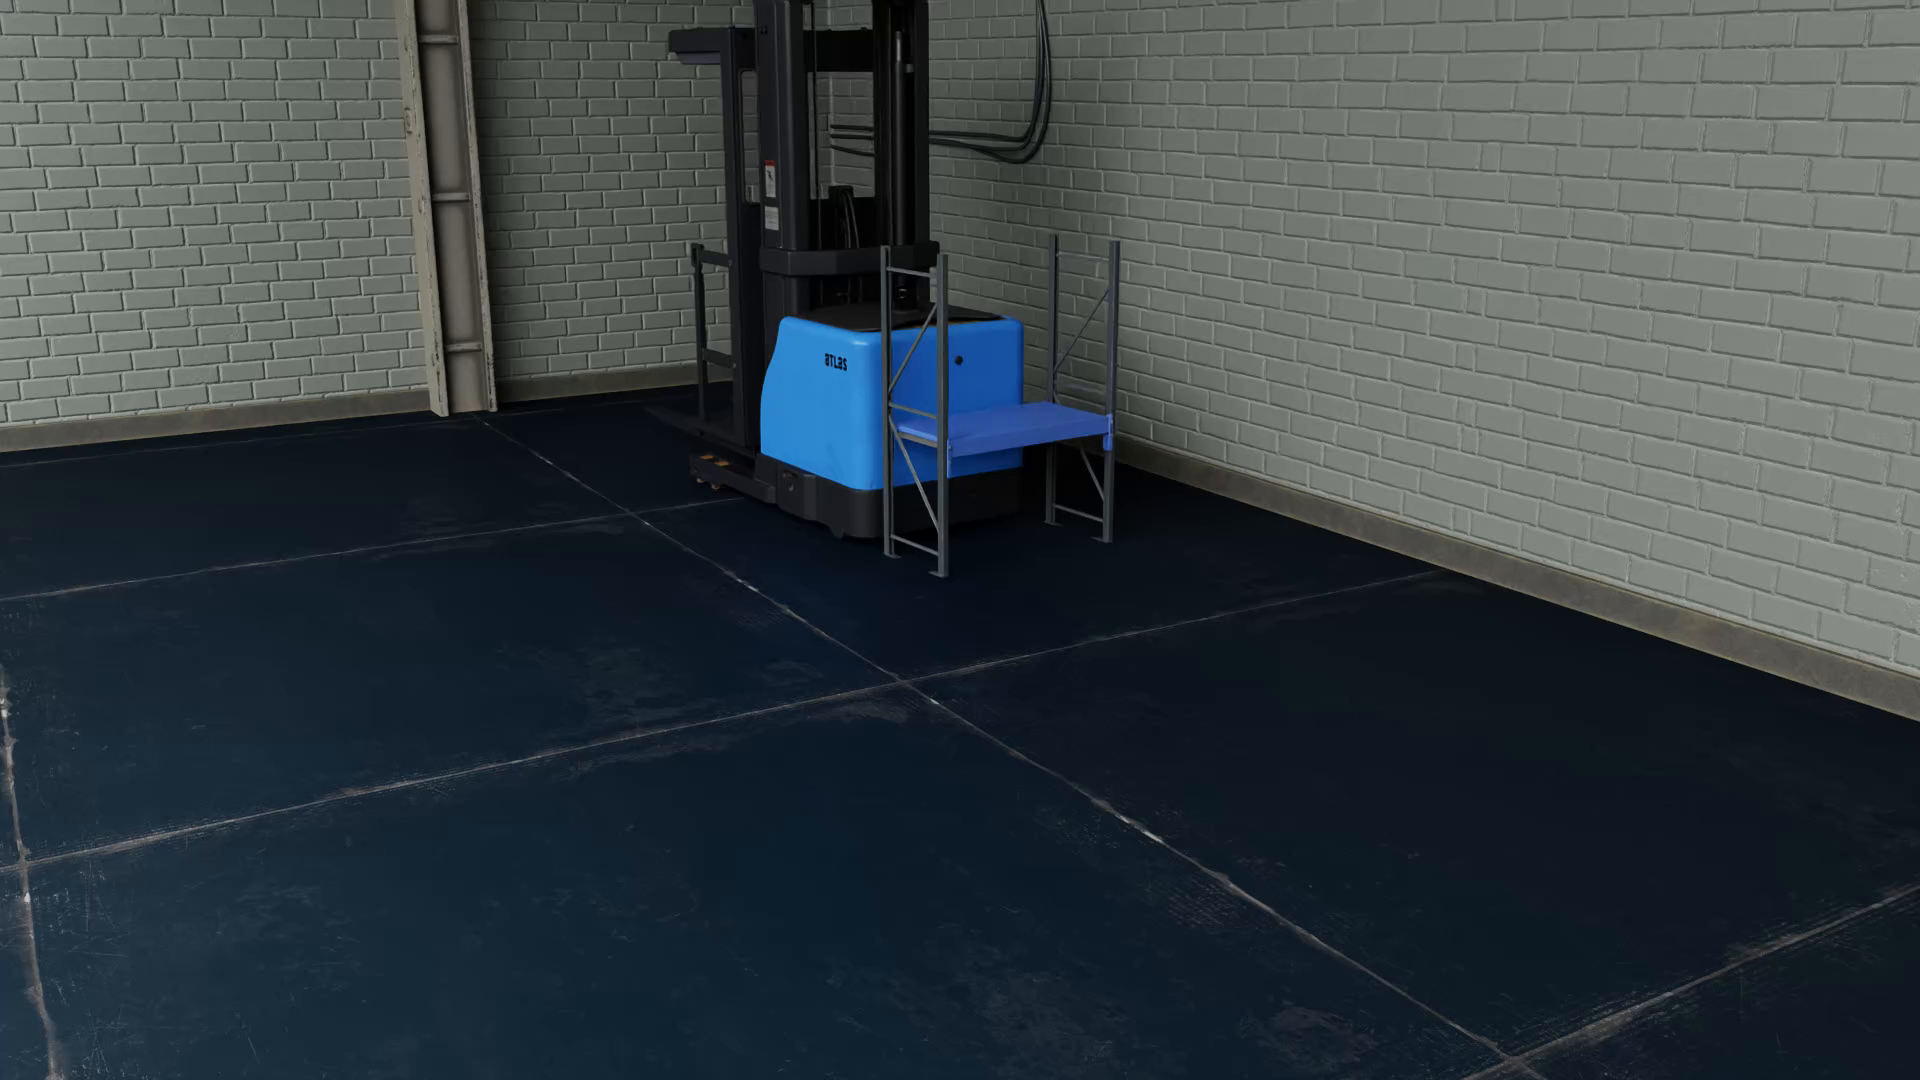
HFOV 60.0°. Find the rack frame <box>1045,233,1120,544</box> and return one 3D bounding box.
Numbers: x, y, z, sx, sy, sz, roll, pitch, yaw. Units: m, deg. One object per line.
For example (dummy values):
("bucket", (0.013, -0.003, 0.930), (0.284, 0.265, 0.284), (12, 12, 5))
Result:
("rack frame", (0.608, -0.761, 8.344), (0.032, 1.500, 0.500), (-11, 19, -35))

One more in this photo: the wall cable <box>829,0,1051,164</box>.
("wall cable", (-0.272, -3.853, 11.236), (0.112, 2.526, 3.097), (-9, 18, -30))

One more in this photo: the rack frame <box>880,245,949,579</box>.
("rack frame", (-0.213, -0.599, 7.766), (0.032, 1.500, 0.500), (-11, 19, -35))

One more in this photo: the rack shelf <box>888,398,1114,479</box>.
("rack shelf", (0.197, -0.506, 8.104), (1.000, 0.185, 0.538), (-11, 19, -35))

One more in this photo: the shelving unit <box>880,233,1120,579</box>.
("shelving unit", (0.197, -0.680, 8.055), (1.048, 1.500, 0.538), (-11, 19, -35))

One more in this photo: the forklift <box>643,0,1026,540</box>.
("forklift", (-0.898, -1.757, 9.246), (1.130, 2.935, 3.031), (-10, 19, -33))

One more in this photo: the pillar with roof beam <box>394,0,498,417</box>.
("pillar with roof beam", (-1.261, -4.249, 6.894), (0.400, 9.000, 9.100), (-9, 18, -30))
